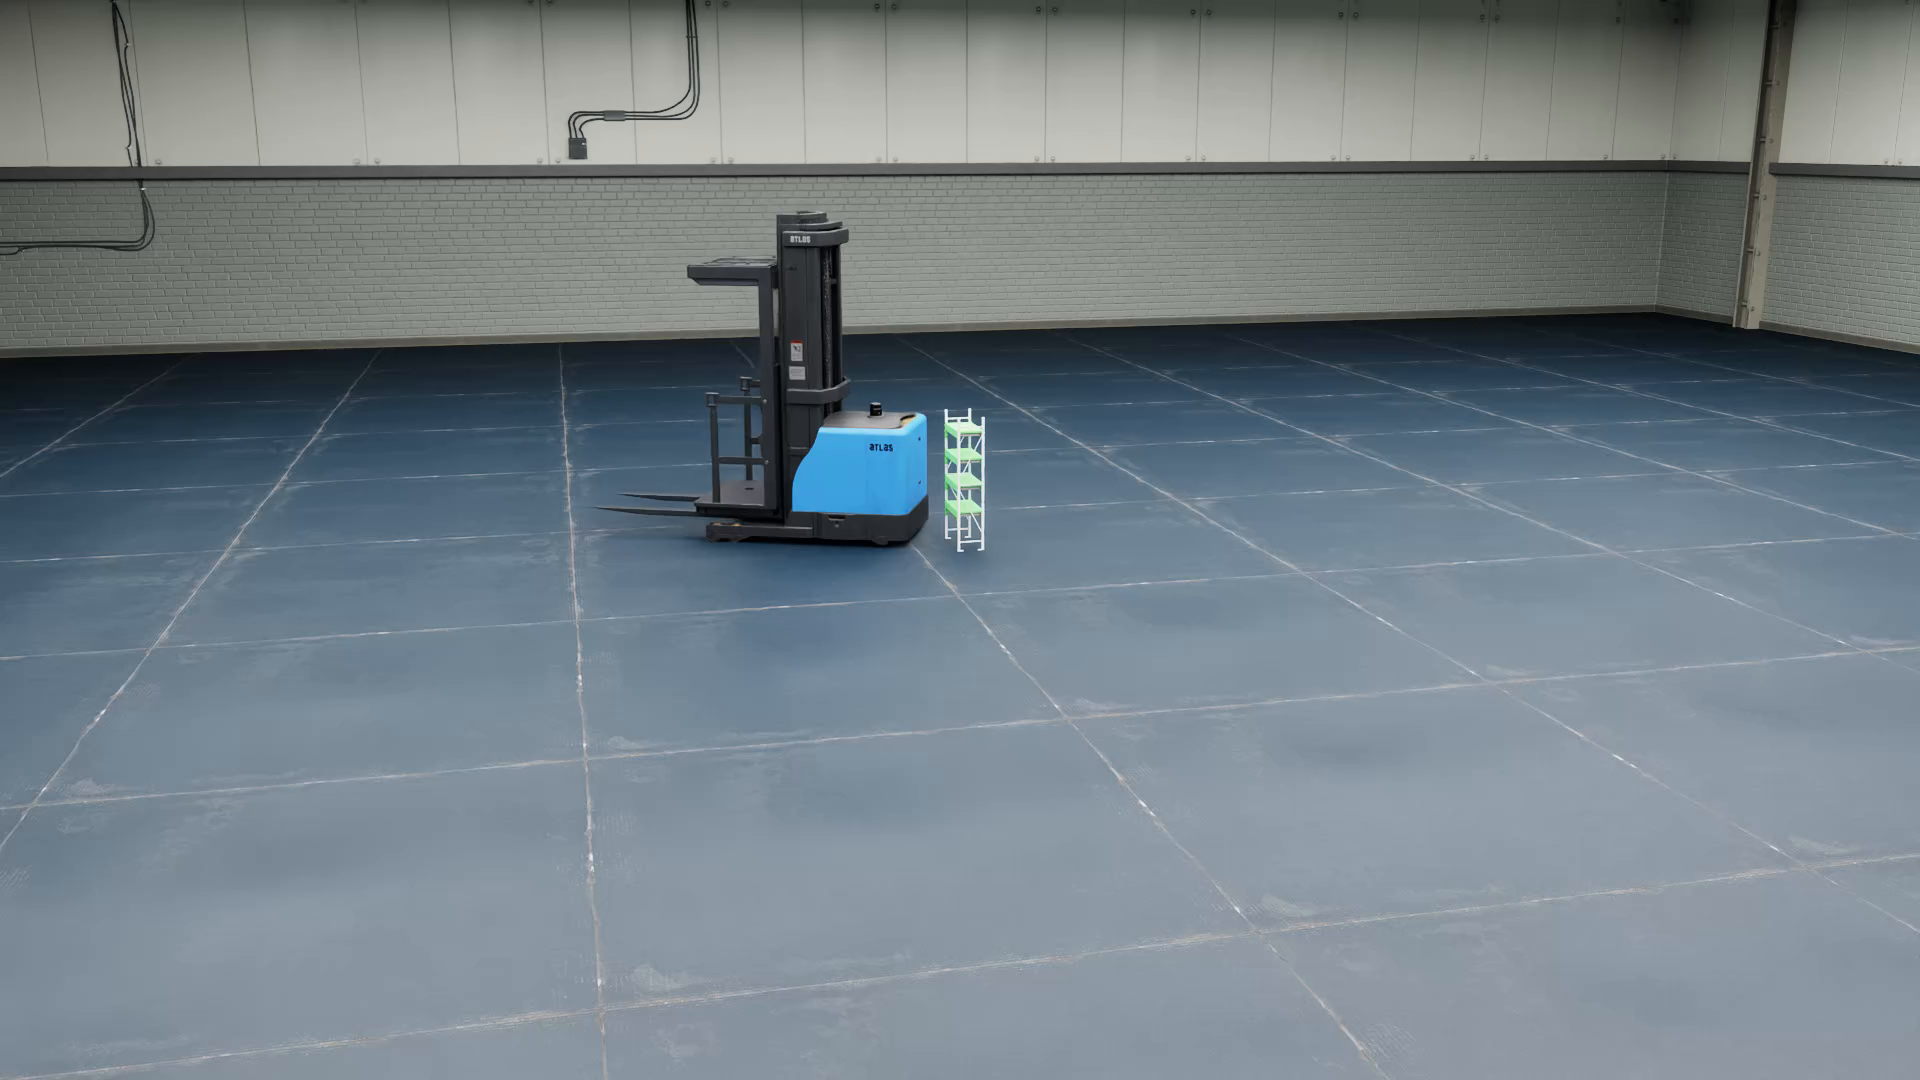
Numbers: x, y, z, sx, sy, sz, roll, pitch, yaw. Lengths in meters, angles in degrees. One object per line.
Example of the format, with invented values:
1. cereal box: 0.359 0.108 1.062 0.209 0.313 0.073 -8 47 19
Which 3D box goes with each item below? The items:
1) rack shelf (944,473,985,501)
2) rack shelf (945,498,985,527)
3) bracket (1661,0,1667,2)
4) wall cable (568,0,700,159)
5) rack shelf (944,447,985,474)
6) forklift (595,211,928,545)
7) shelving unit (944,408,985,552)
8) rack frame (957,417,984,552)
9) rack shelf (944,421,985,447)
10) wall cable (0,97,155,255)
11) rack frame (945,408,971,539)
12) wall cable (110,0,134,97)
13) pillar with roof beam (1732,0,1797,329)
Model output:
1. rack shelf: 0.039 -0.483 14.966 0.258 0.148 0.480 -3 14 -13
2. rack shelf: 0.039 -0.249 15.023 0.258 0.148 0.480 -3 14 -13
3. bracket: 14.108 -10.824 33.009 0.235 0.232 0.430 -3 14 -13
4. wall cable: -5.686 -9.628 28.532 2.305 6.003 0.169 -3 14 -13
5. rack shelf: 0.039 -0.716 14.910 0.258 0.148 0.480 -3 14 -13
6. forklift: -1.867 -1.524 15.313 3.031 2.935 1.130 2 14 10
7. shelving unit: 0.039 -0.545 14.951 0.258 1.200 0.503 -3 14 -13
8. rack frame: 0.096 -0.488 14.721 0.240 1.200 0.015 -3 14 -13
9. rack shelf: 0.039 -0.949 14.853 0.258 0.148 0.480 -3 14 -13
10. wall cable: -14.918 -5.942 27.153 3.097 2.526 0.112 -3 14 -13
11. rack frame: -0.018 -0.601 15.182 0.240 1.200 0.015 -3 14 -13
12. wall cable: -12.288 -8.546 27.171 3.097 2.526 0.112 -3 14 -13
13. pillar with roof beam: 10.923 -8.213 29.905 9.100 9.000 0.548 -3 14 -13
